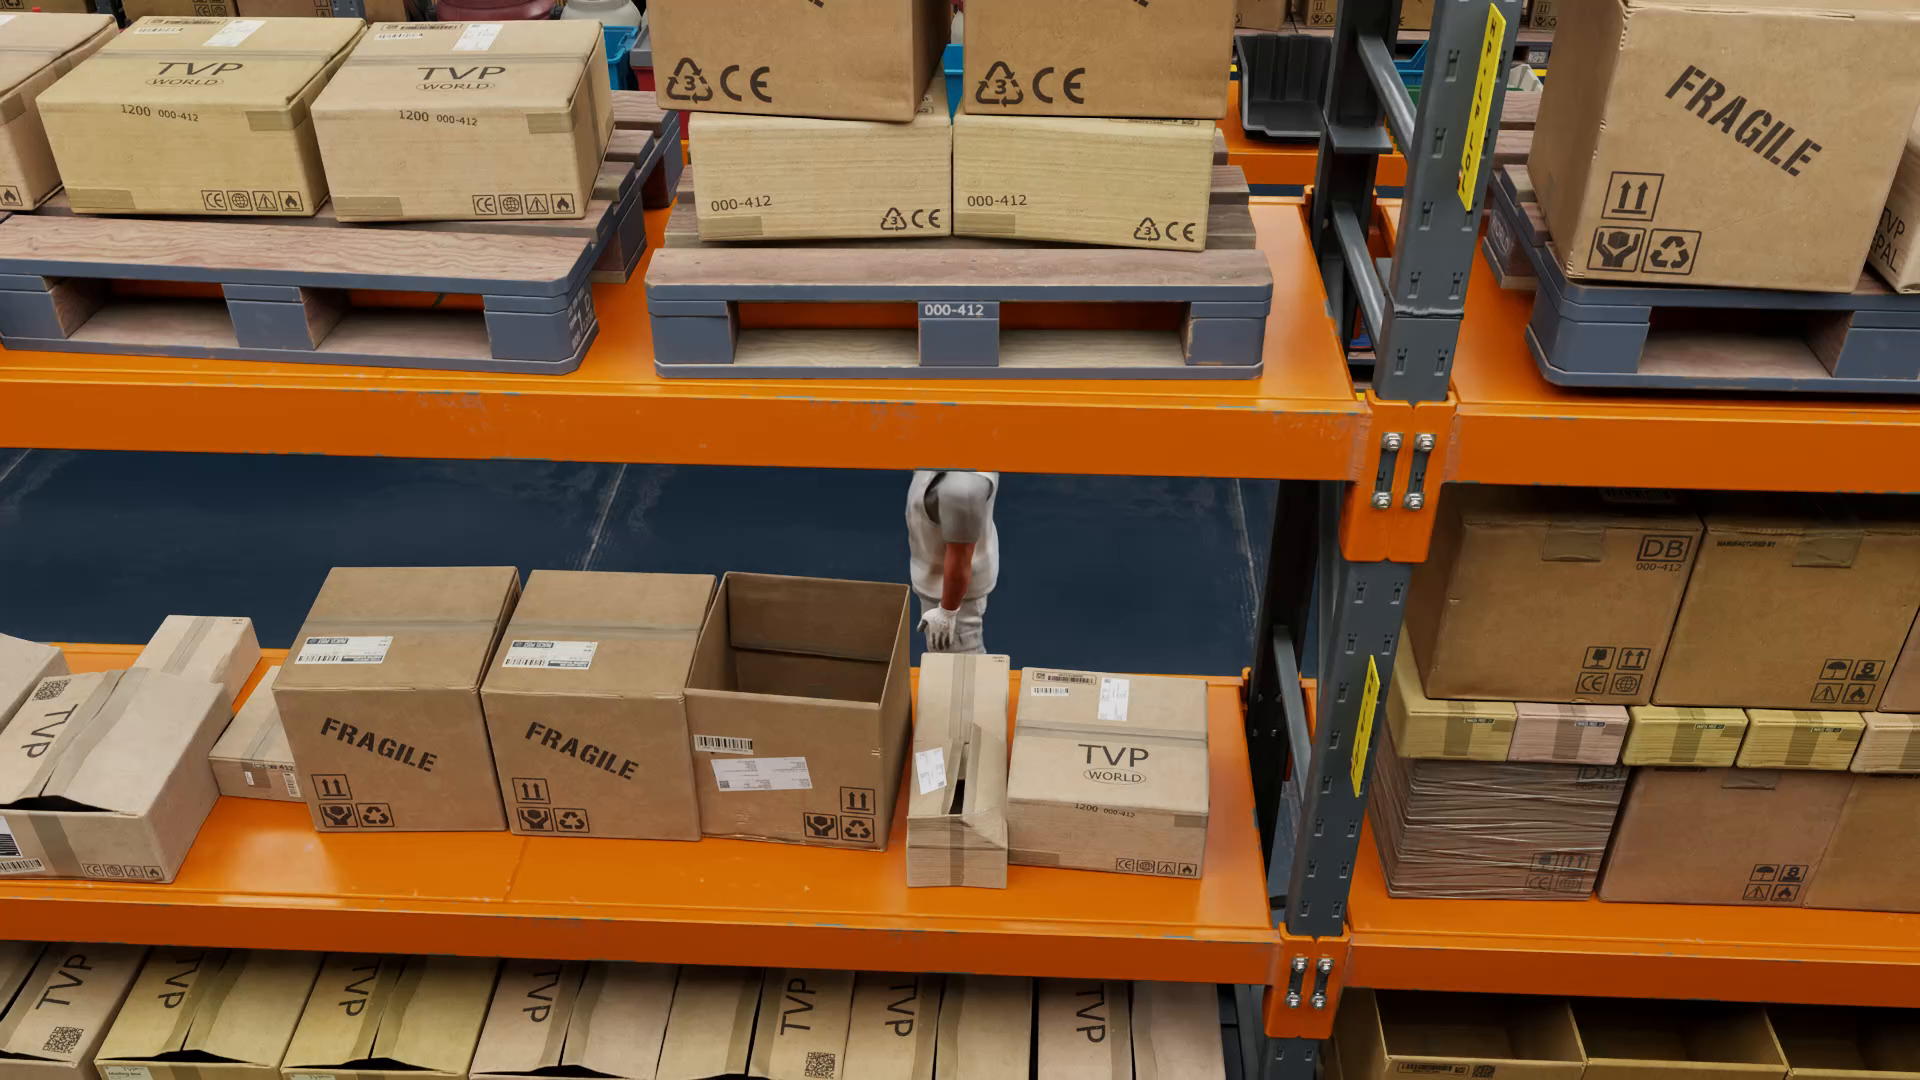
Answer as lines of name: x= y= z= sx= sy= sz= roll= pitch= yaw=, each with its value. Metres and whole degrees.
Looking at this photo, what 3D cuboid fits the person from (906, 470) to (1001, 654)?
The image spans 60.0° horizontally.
person: x=-0.026 y=0.139 z=5.930 sx=0.339 sy=1.787 sz=0.525 roll=2 pitch=35 yaw=3
